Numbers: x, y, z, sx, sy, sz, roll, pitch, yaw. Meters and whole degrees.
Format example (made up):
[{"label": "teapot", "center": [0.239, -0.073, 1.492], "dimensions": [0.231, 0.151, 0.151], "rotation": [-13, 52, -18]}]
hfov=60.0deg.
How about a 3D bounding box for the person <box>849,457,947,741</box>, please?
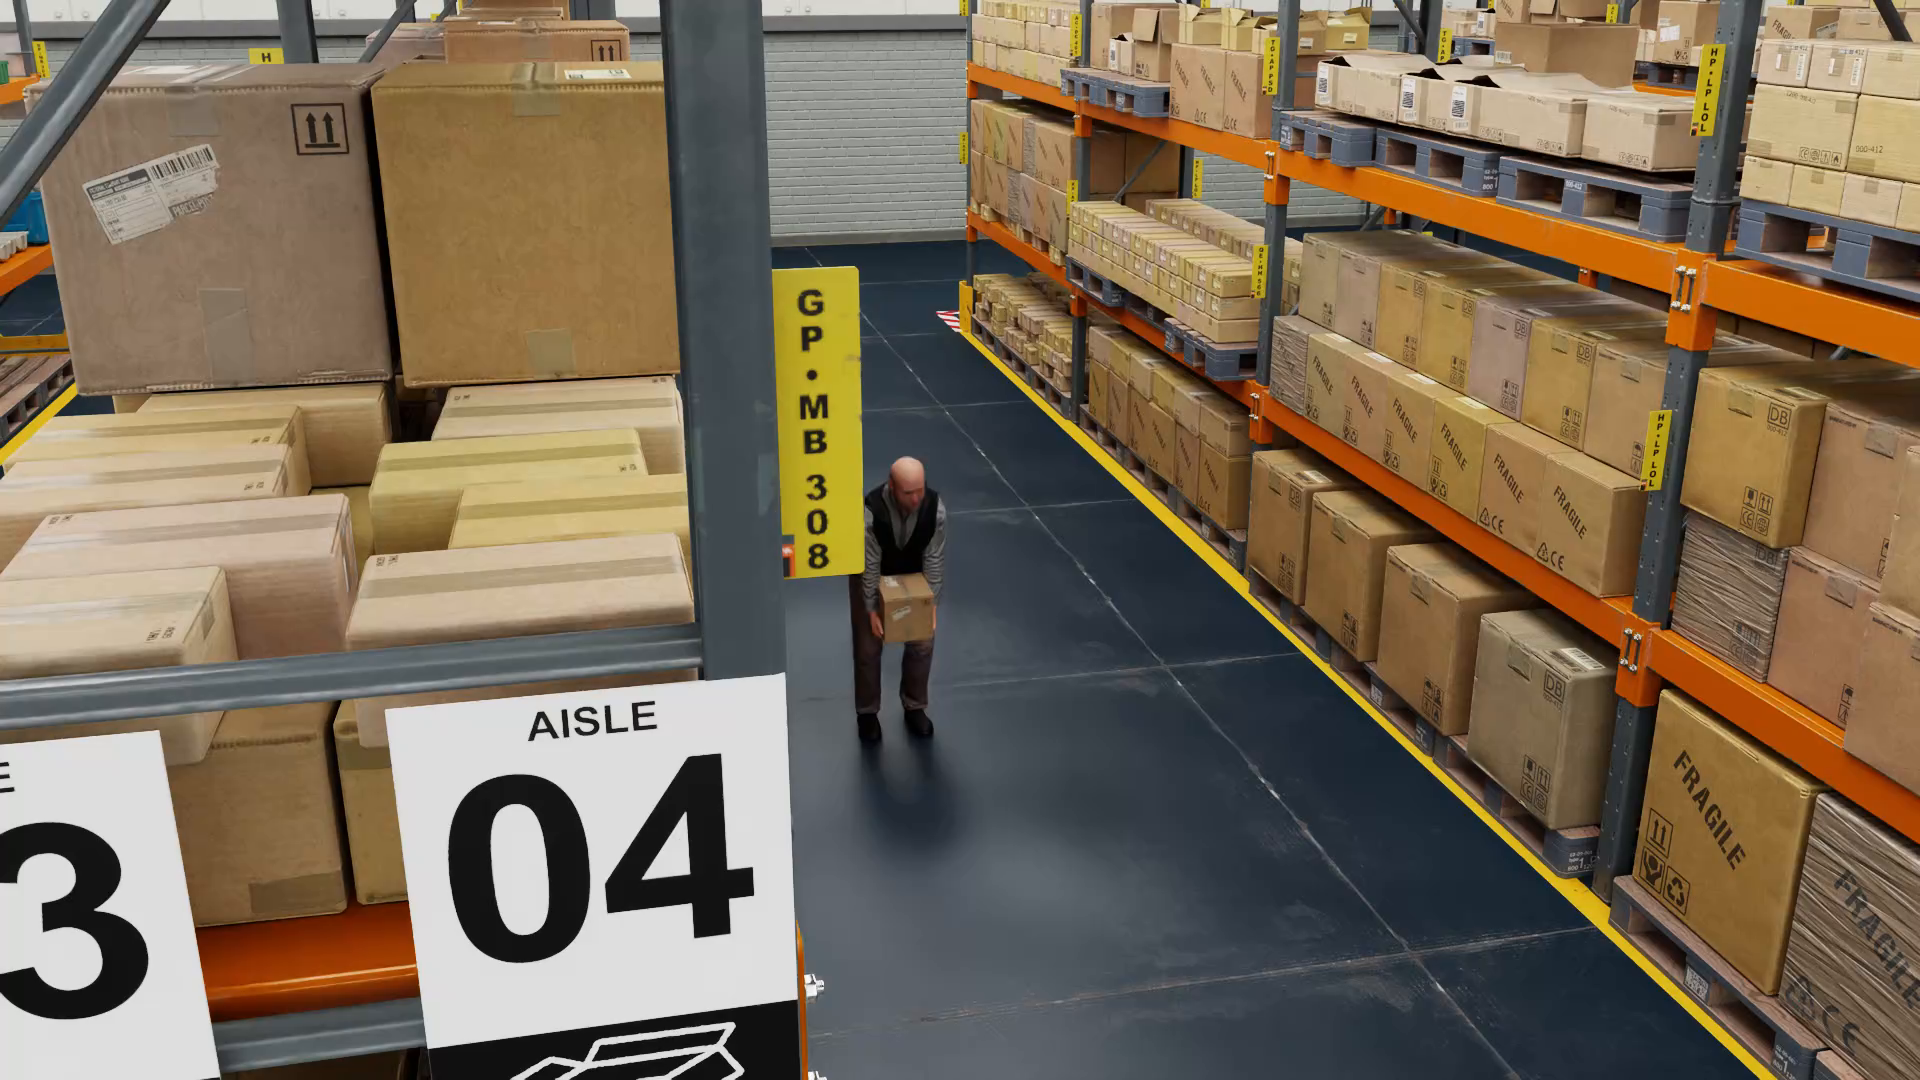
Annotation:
[{"label": "person", "center": [-0.314, 0.284, 8.498], "dimensions": [0.470, 1.598, 0.677], "rotation": [-5, 20, -13]}]
